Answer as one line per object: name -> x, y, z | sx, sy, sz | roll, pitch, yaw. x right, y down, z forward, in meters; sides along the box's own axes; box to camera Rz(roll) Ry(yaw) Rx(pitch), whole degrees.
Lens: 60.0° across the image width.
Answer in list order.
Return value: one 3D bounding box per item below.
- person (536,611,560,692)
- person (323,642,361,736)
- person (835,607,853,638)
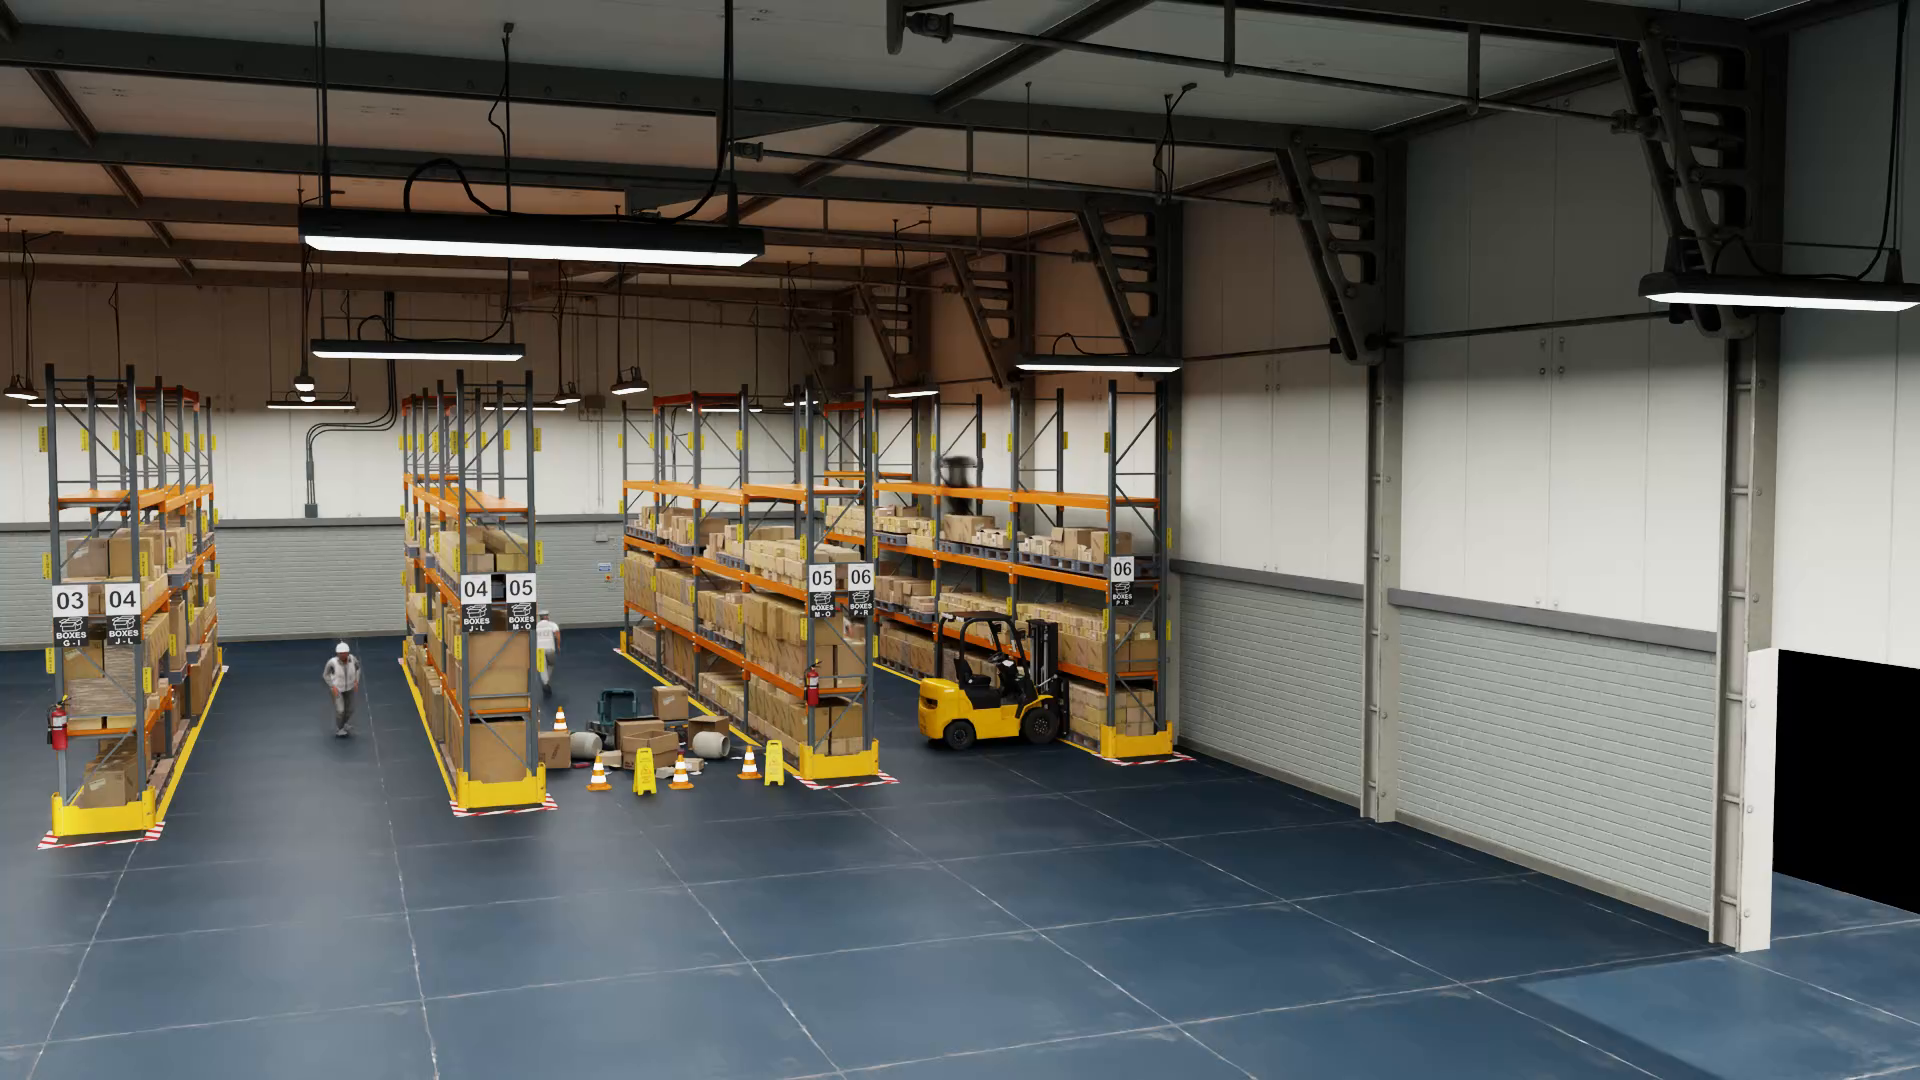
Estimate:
person -> -8.341, 2.270, 33.317 | 0.659, 1.598, 1.074 | -1, 3, -12
person -> -10.558, 2.529, 28.424 | 0.909, 1.631, 0.688 | 3, 5, 43
person -> -2.527, 2.207, 34.271 | 0.648, 1.582, 1.169 | 0, 3, -8
